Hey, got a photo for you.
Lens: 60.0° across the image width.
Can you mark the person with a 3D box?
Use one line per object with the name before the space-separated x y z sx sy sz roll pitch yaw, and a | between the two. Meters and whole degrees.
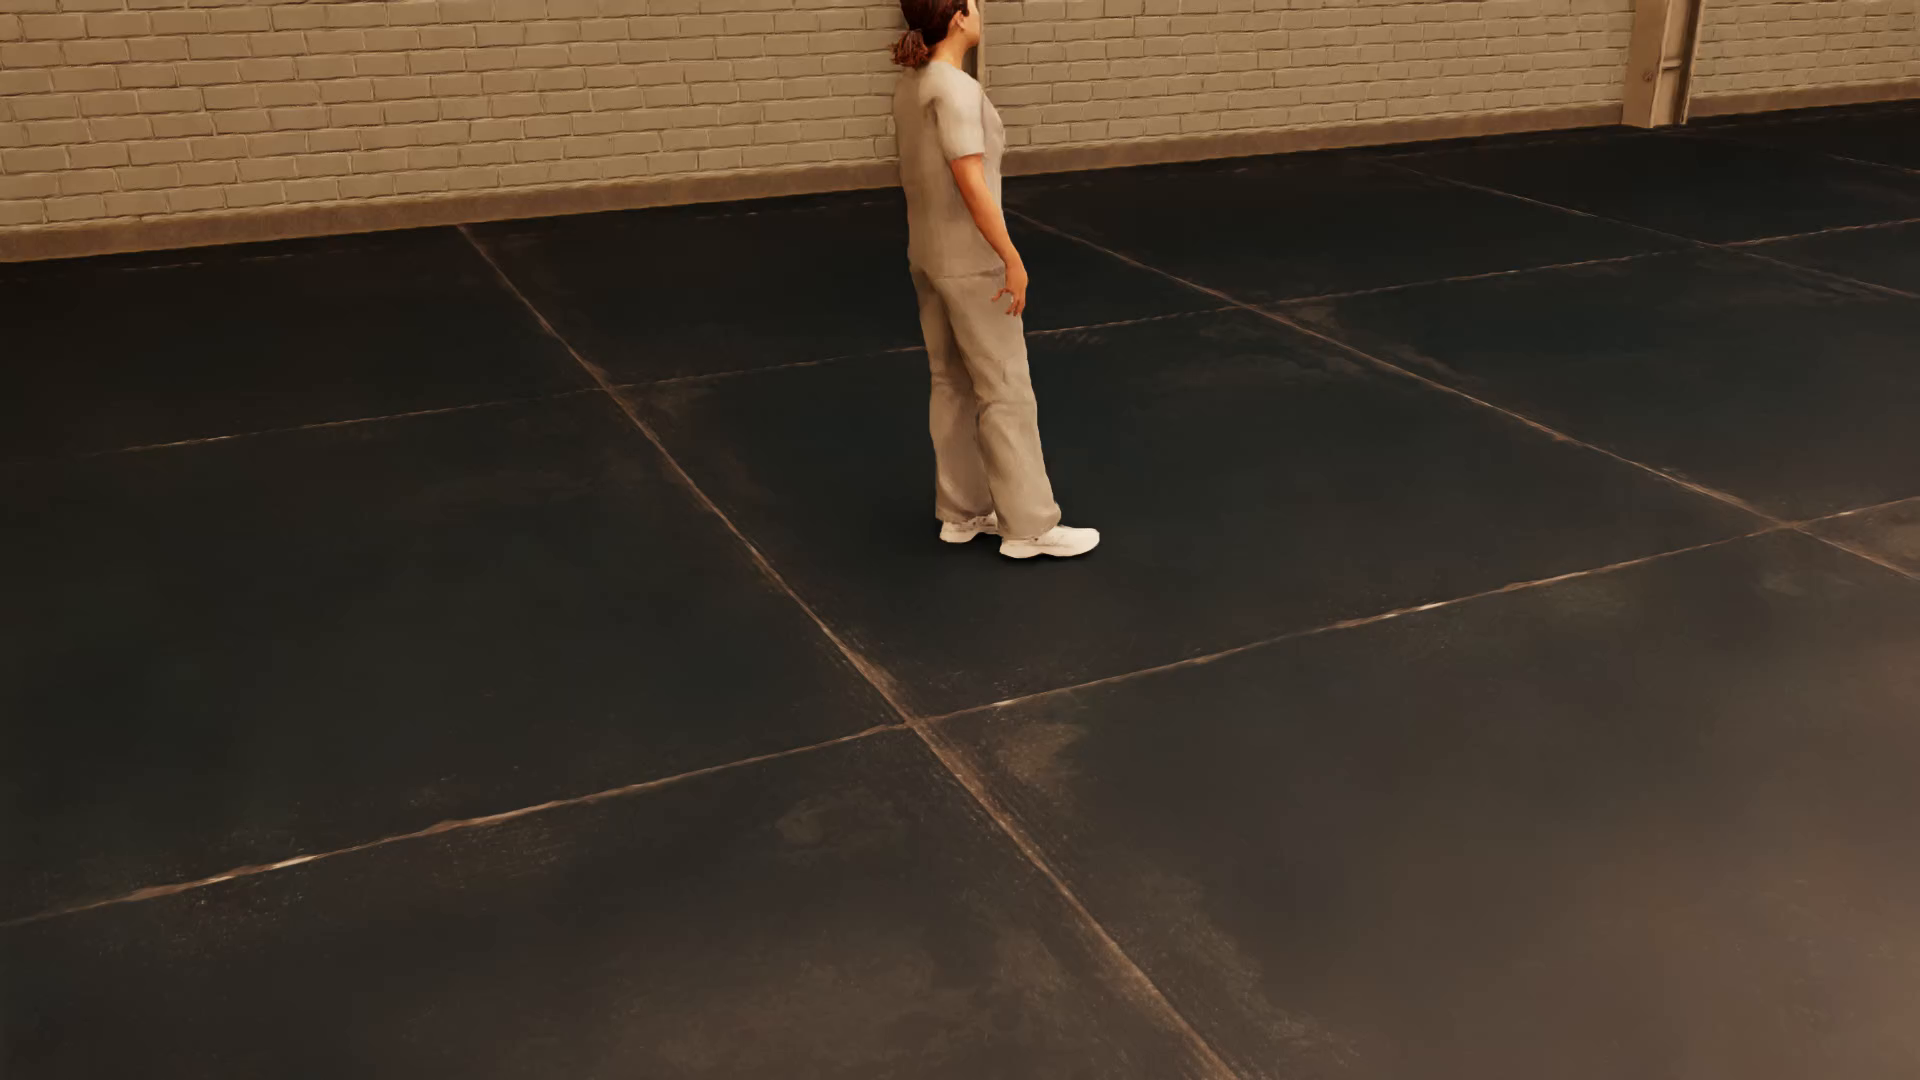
person | 0.072 -0.788 4.800 0.548 1.674 0.550 -10 25 -23
